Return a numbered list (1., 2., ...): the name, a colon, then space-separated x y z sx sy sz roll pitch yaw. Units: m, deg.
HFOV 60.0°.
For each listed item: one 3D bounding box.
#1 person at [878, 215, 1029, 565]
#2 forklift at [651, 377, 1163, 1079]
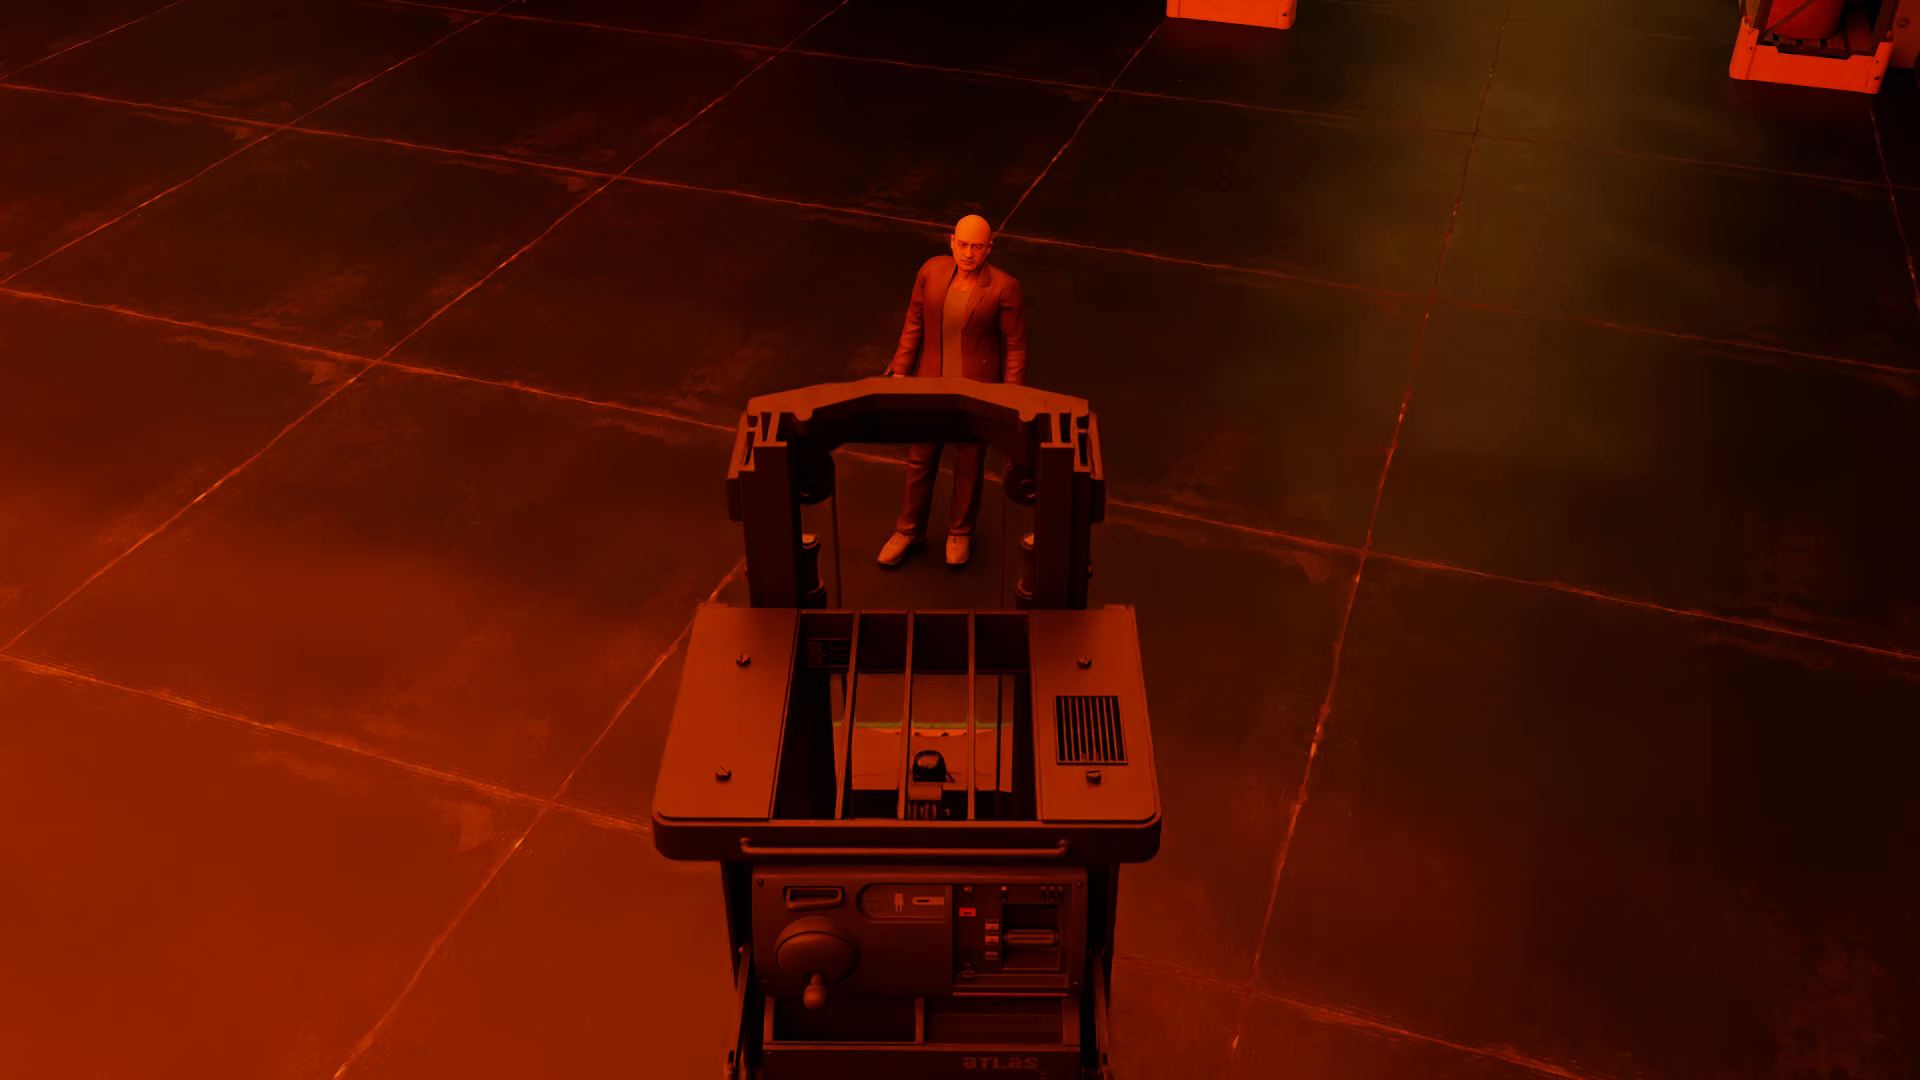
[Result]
1. person: -0.034 -0.682 8.057 0.698 1.778 0.579 12 37 16
2. forklift: -0.110 1.171 4.460 1.130 2.935 3.031 0 35 0
